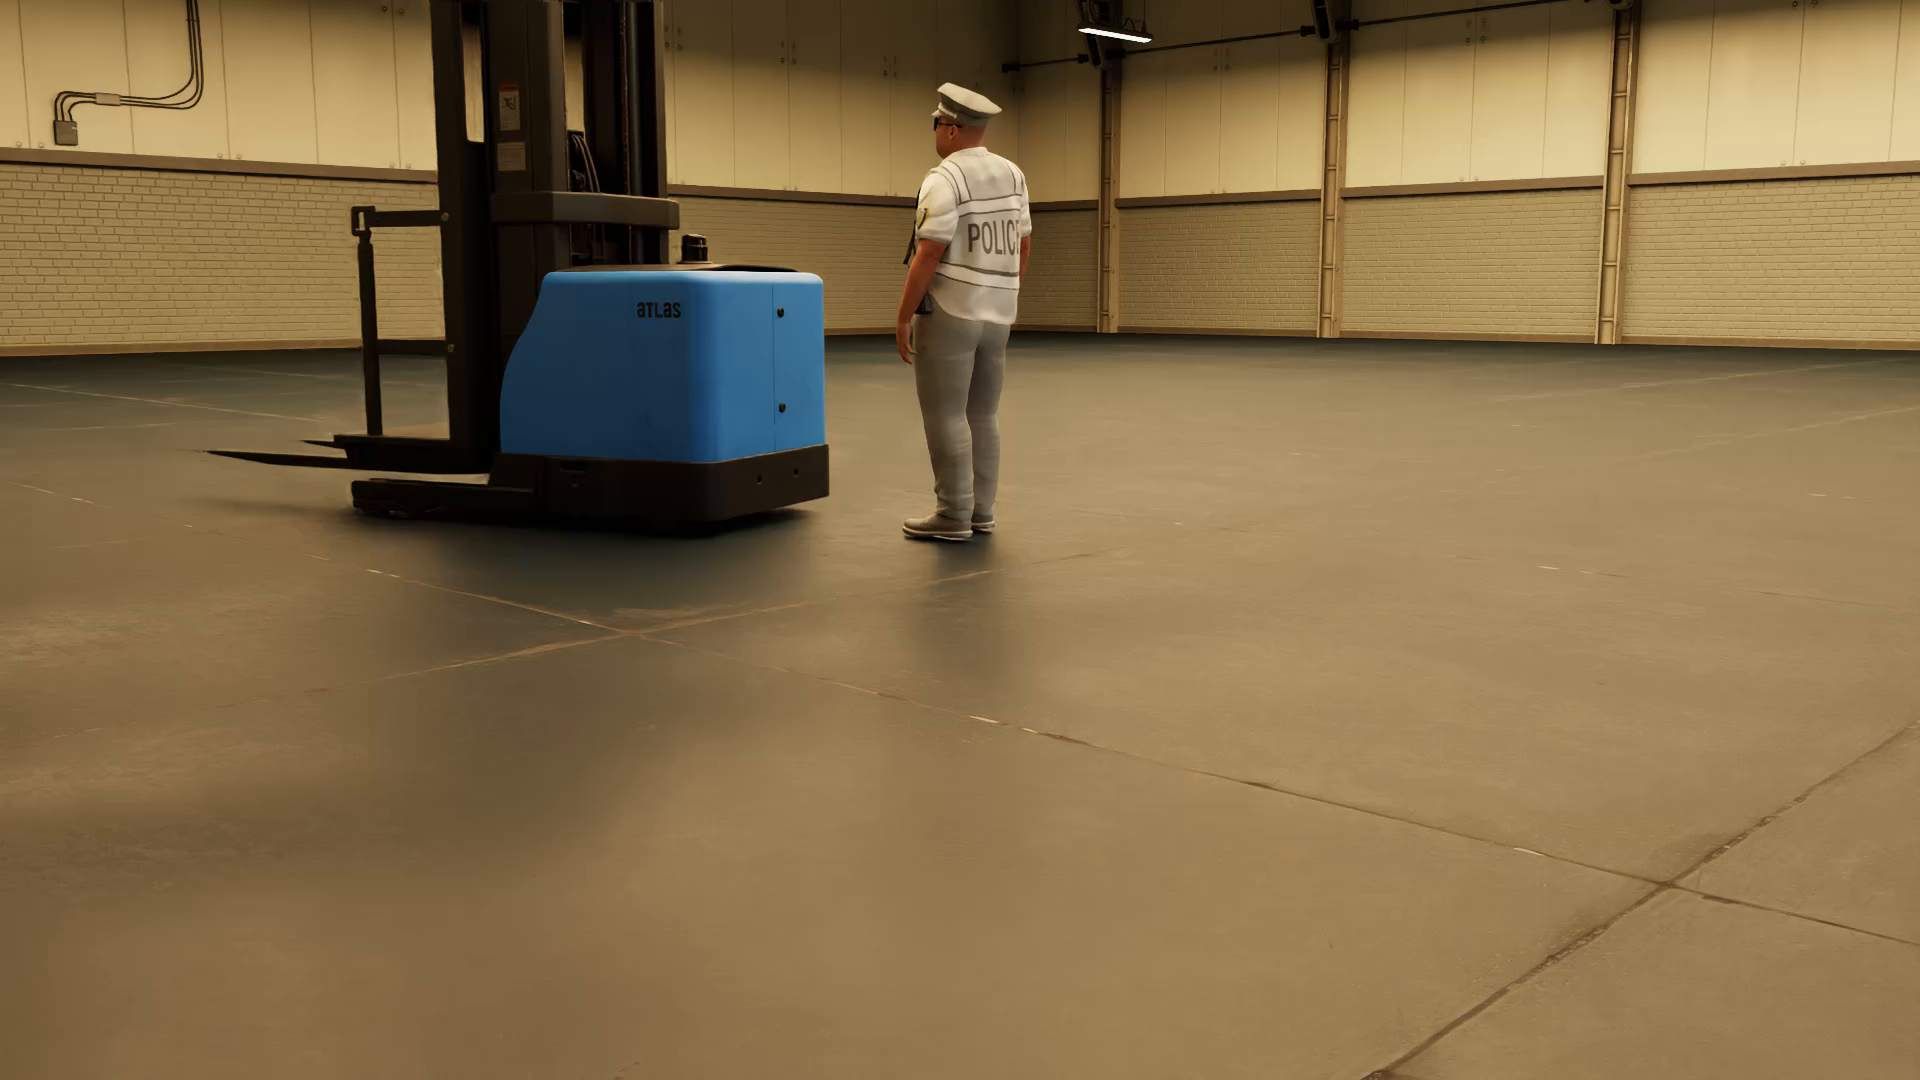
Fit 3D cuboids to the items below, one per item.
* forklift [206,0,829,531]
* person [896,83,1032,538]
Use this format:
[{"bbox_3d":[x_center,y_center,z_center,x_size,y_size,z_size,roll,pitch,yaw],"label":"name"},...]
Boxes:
[{"bbox_3d":[-2.155,-1.611,7.571,3.031,2.935,1.130,4,9,25],"label":"forklift"},{"bbox_3d":[-0.047,-0.898,6.645,0.575,1.781,0.640,8,12,43],"label":"person"}]
